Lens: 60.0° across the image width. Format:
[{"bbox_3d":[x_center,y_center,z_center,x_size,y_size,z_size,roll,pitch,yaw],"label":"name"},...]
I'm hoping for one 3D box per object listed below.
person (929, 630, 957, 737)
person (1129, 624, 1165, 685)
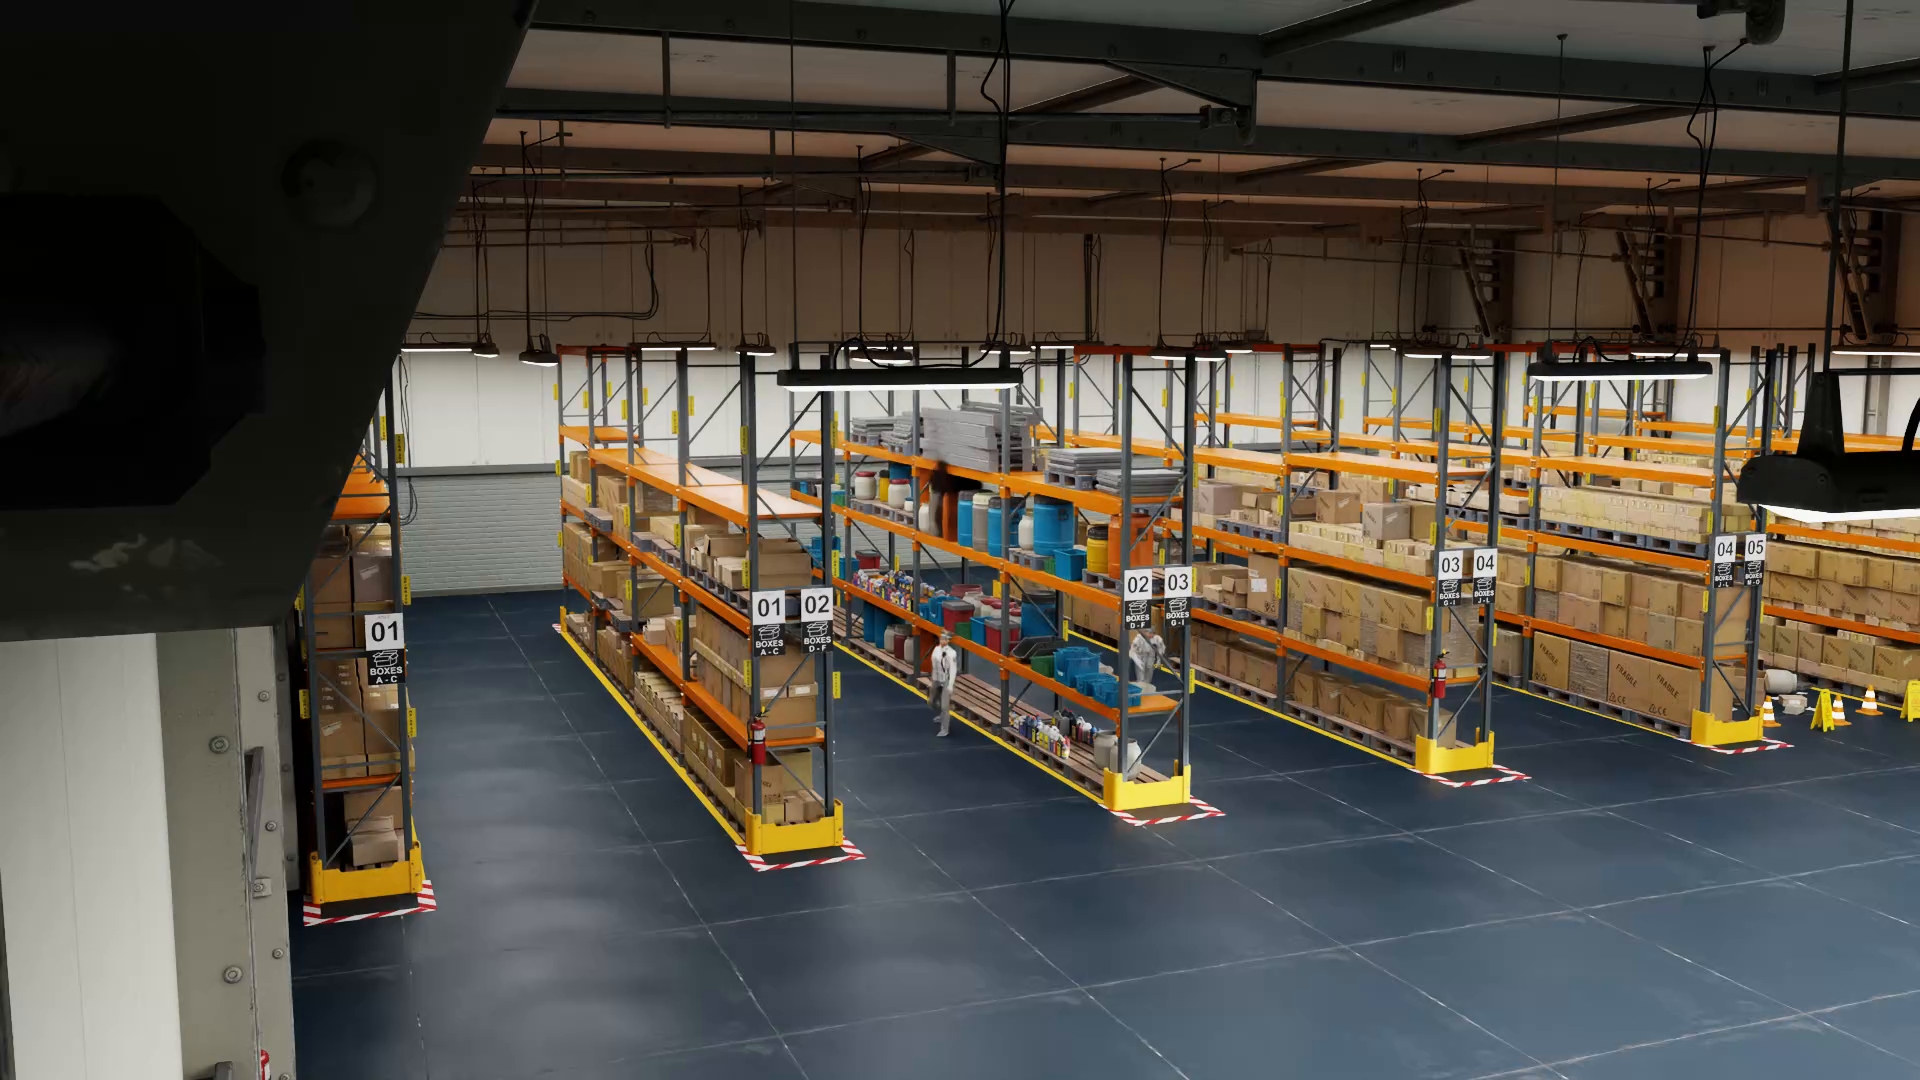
[{"bbox_3d":[-0.267,2.202,26.047,0.689,1.672,0.591,6,9,39],"label":"person"},{"bbox_3d":[3.101,2.078,27.739,0.629,1.499,0.873,-1,7,-11],"label":"person"}]
